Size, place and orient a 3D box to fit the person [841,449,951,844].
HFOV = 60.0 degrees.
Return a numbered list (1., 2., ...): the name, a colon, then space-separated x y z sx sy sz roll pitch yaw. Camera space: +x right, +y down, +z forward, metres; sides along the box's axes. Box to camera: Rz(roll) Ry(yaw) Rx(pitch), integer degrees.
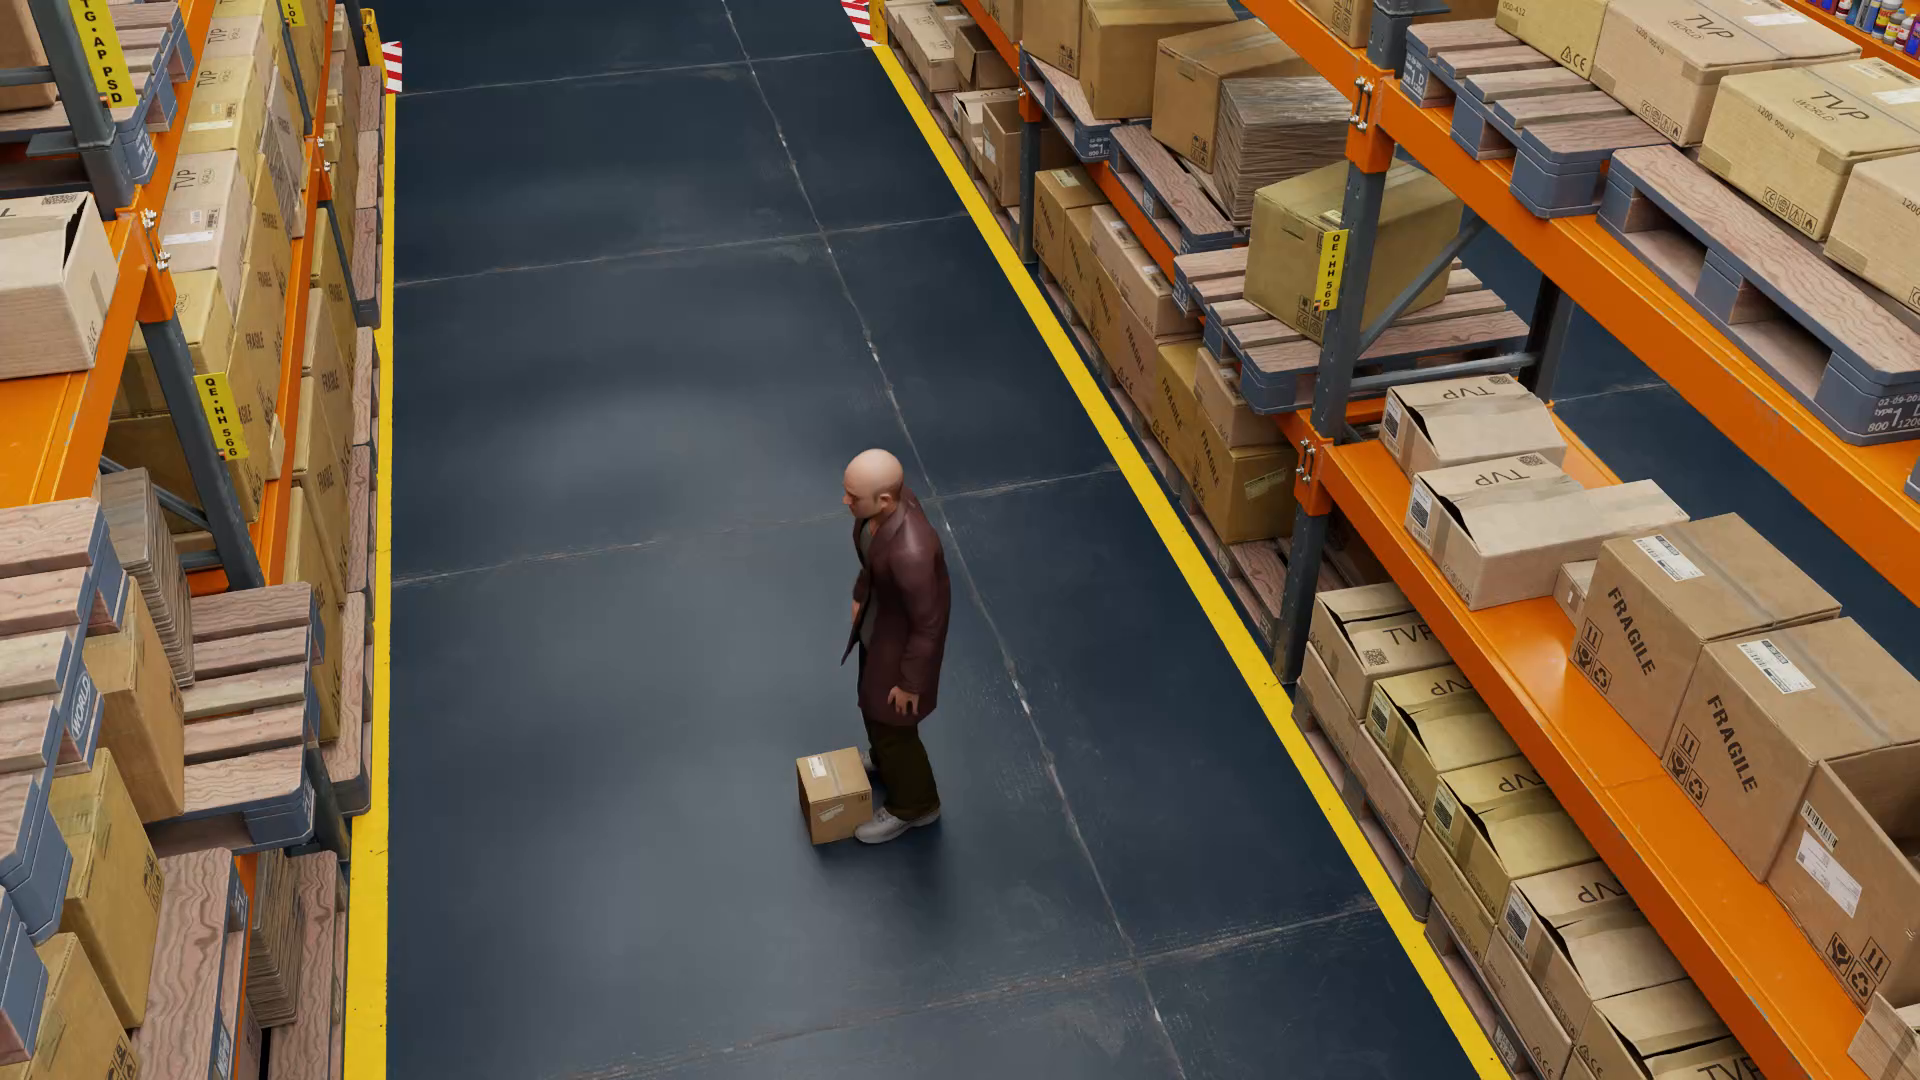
1. person: -0.259 0.383 6.233 0.429 1.772 0.647 -12 39 -15
